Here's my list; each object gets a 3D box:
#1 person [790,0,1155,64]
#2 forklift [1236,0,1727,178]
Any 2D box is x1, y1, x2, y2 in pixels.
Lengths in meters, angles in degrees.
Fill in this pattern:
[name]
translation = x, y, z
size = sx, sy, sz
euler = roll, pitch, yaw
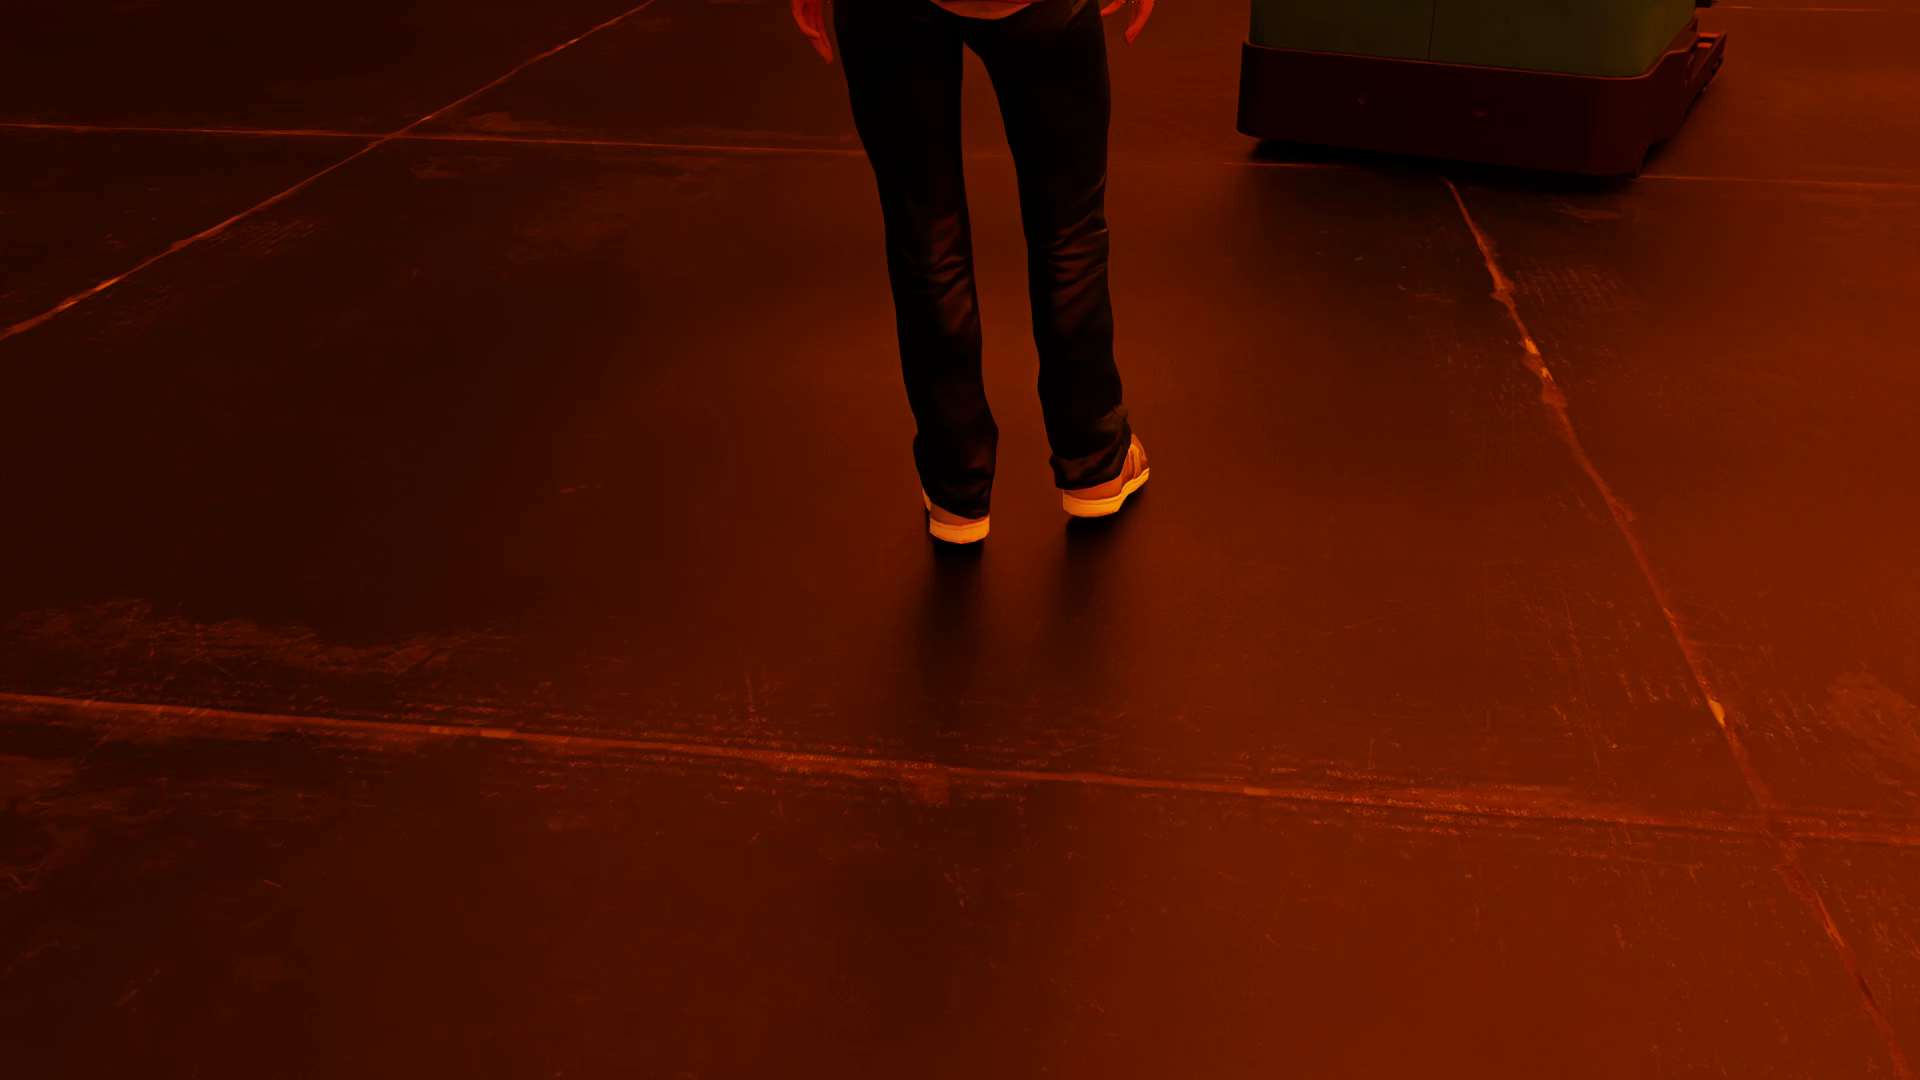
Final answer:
[person]
translation = 0.002, -1.015, 1.965
size = 0.501, 0.918, 0.257
euler = 3, 27, 7
[forklift]
translation = 1.910, -2.849, 4.928
size = 1.130, 2.935, 3.031
euler = 13, 30, 25
